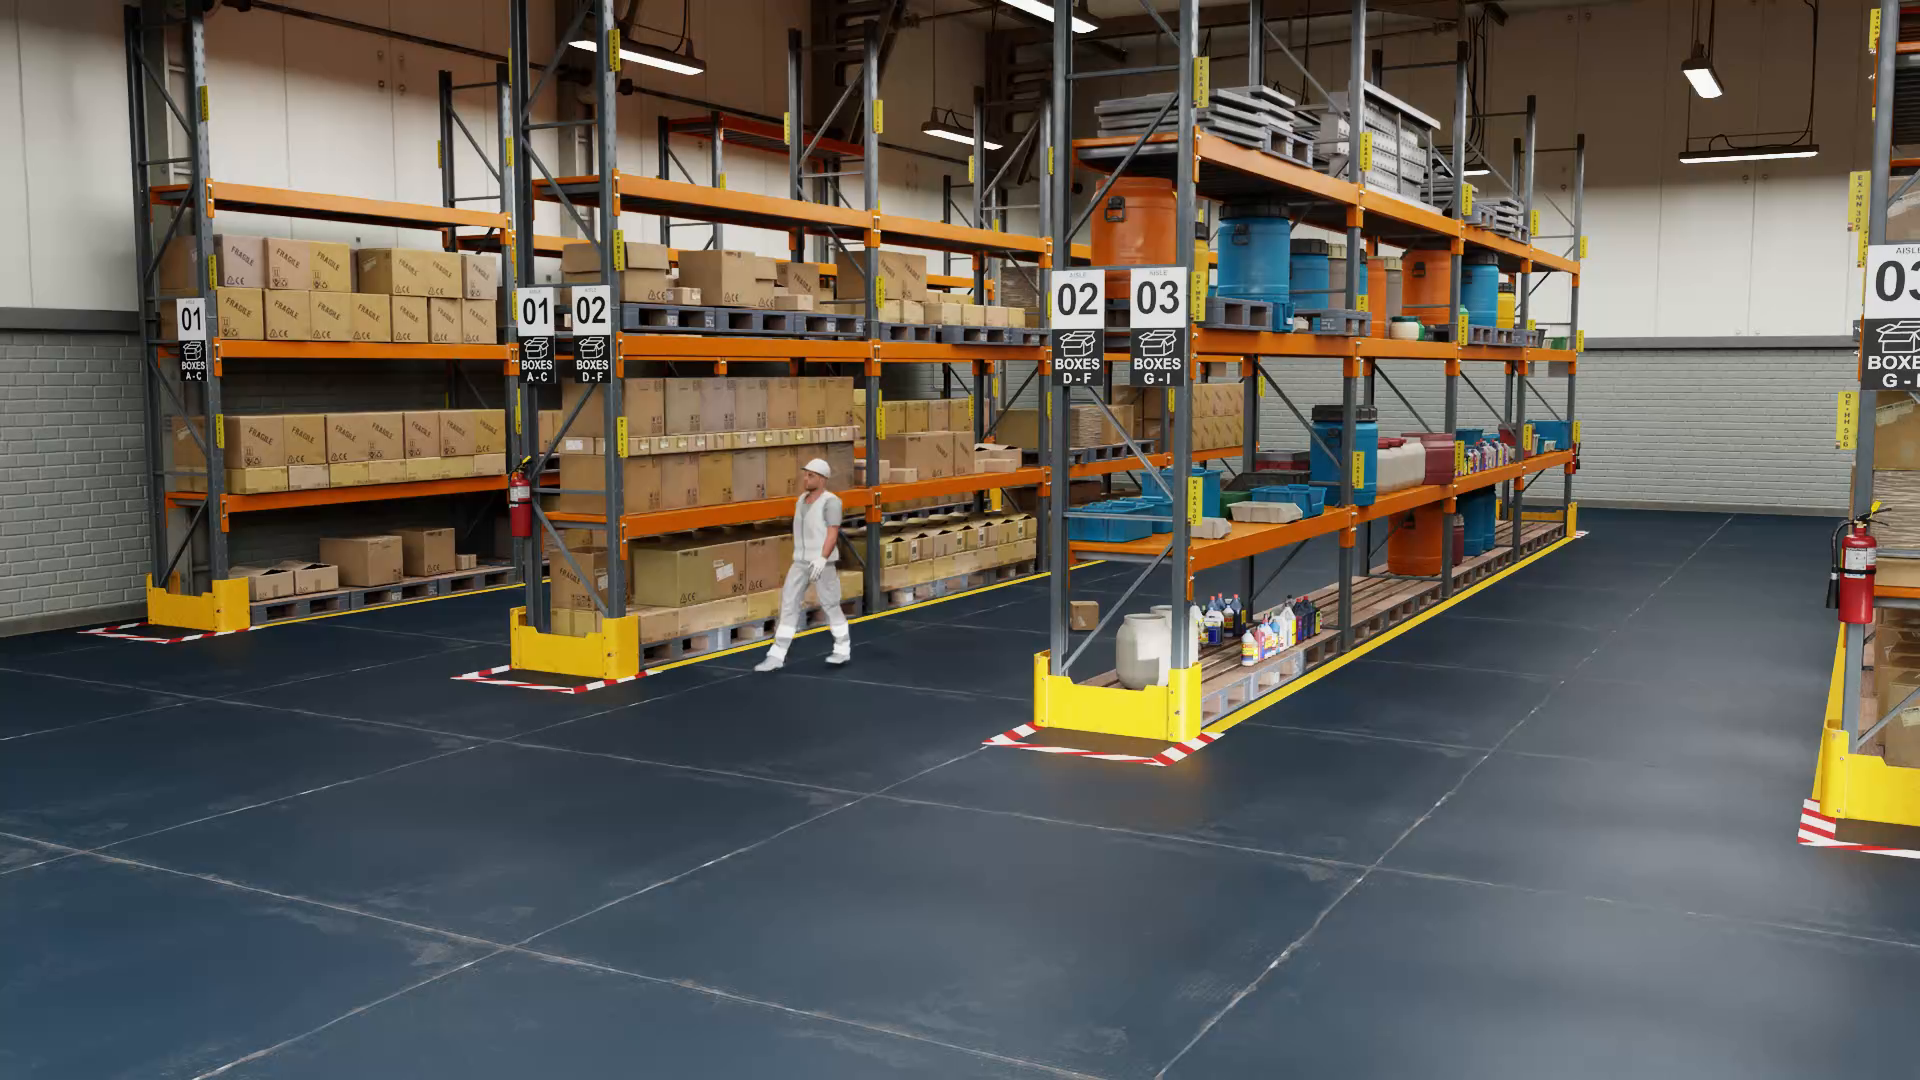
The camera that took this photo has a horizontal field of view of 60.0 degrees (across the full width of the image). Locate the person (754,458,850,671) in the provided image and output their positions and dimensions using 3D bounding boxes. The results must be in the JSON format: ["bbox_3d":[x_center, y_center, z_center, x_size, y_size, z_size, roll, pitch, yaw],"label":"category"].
[{"bbox_3d":[-1.283,0.198,13.845,0.534,1.741,0.958,4,7,36],"label":"person"}]
